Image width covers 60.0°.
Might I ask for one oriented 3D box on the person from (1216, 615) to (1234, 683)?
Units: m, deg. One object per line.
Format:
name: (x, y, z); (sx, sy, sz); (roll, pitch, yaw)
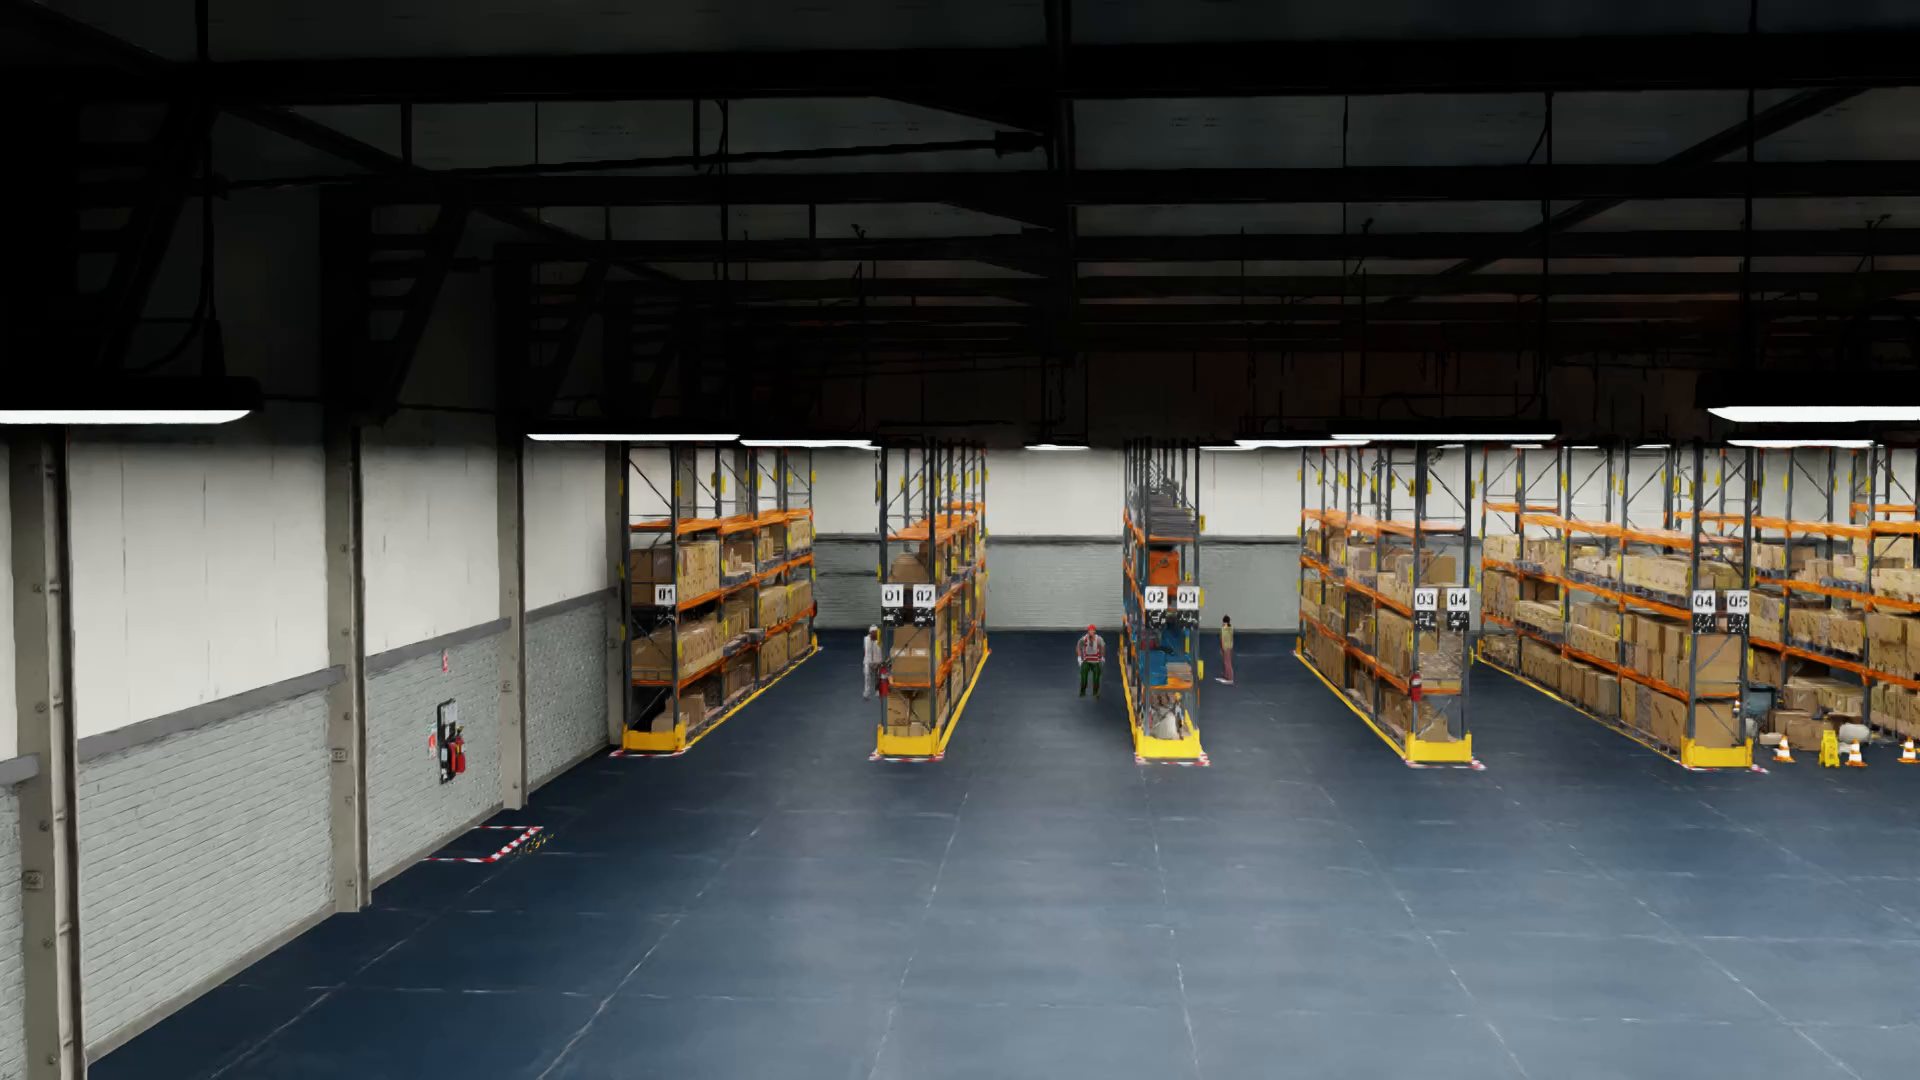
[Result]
person: (6.542, 2.681, 41.027); (0.569, 1.661, 0.559); (2, 4, 34)

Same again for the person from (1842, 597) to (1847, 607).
person: (25.011, 2.400, 46.756); (0.522, 1.664, 0.569); (-1, 3, -23)

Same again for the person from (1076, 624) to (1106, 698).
person: (3.029, 2.803, 38.471); (0.677, 1.742, 0.552); (0, 3, 3)

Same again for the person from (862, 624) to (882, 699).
person: (-1.995, 2.791, 38.497); (0.564, 1.705, 1.111); (0, 3, 3)
